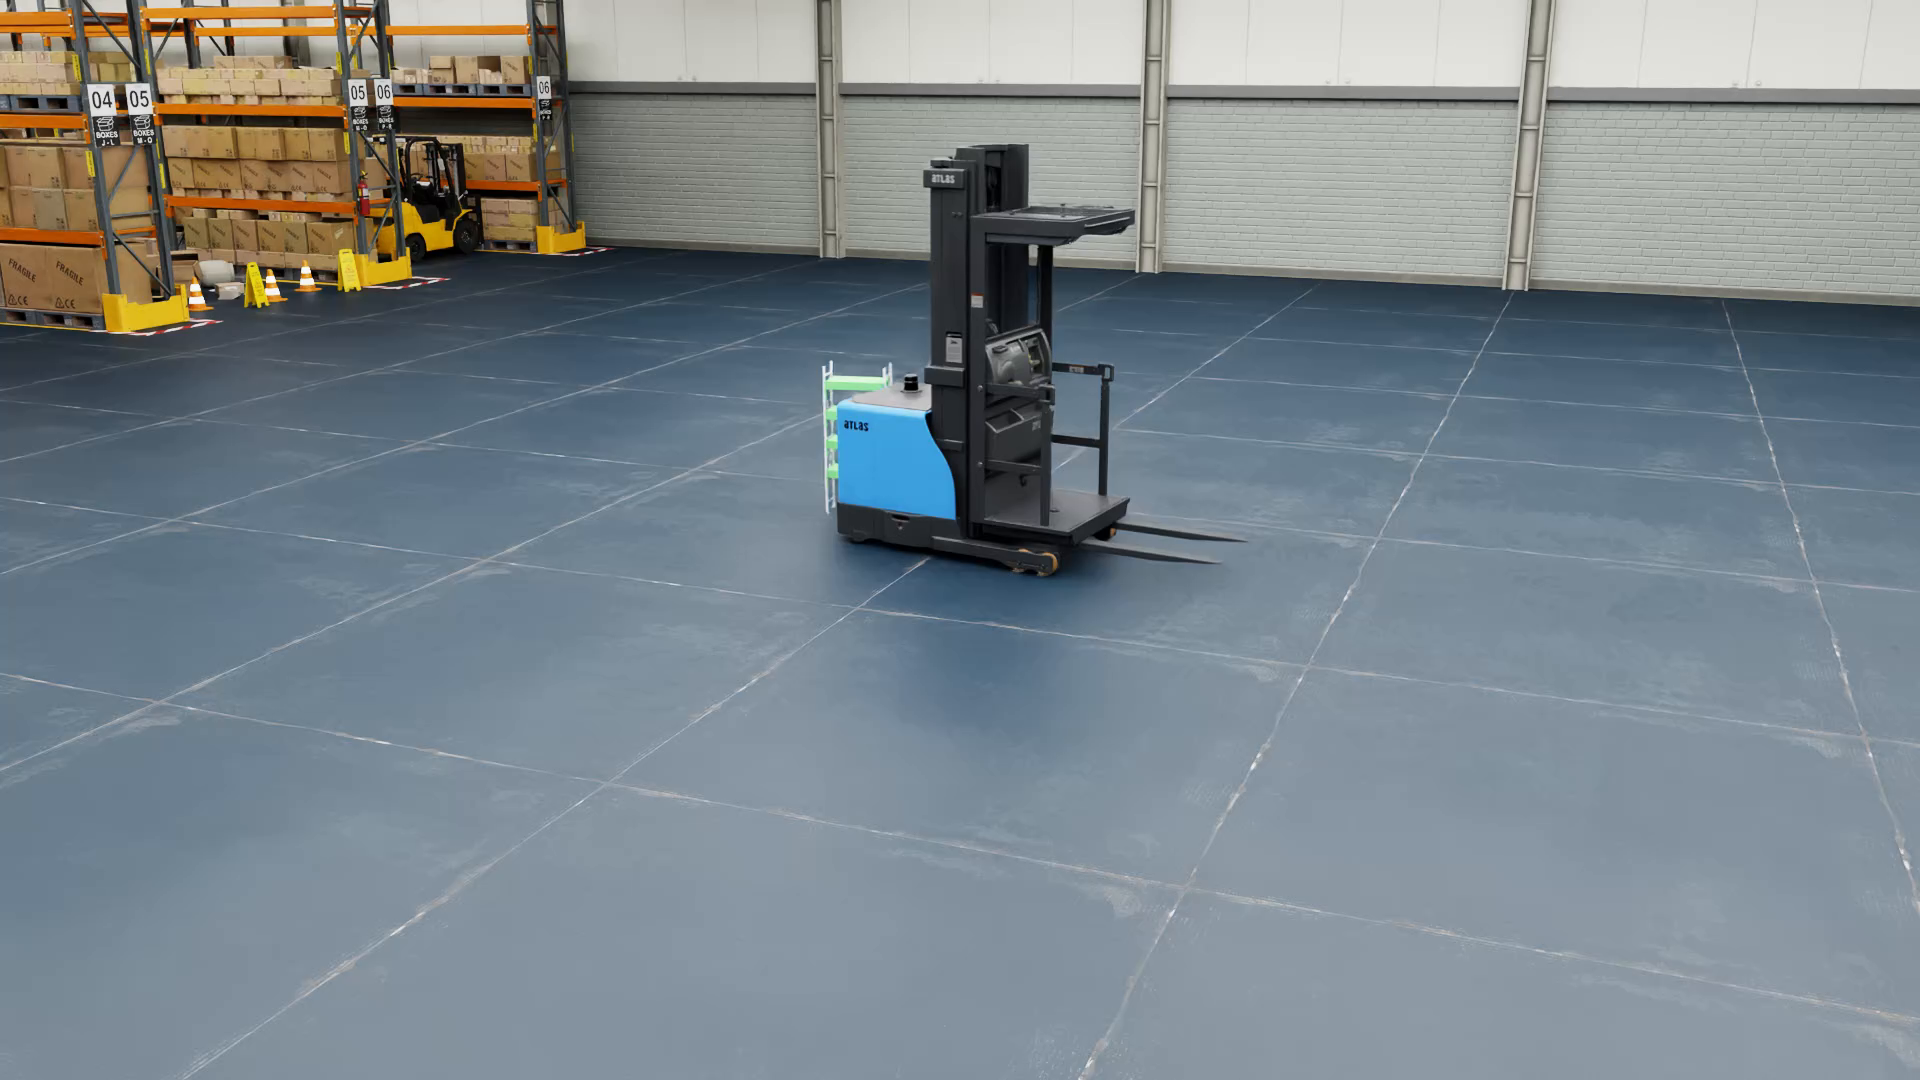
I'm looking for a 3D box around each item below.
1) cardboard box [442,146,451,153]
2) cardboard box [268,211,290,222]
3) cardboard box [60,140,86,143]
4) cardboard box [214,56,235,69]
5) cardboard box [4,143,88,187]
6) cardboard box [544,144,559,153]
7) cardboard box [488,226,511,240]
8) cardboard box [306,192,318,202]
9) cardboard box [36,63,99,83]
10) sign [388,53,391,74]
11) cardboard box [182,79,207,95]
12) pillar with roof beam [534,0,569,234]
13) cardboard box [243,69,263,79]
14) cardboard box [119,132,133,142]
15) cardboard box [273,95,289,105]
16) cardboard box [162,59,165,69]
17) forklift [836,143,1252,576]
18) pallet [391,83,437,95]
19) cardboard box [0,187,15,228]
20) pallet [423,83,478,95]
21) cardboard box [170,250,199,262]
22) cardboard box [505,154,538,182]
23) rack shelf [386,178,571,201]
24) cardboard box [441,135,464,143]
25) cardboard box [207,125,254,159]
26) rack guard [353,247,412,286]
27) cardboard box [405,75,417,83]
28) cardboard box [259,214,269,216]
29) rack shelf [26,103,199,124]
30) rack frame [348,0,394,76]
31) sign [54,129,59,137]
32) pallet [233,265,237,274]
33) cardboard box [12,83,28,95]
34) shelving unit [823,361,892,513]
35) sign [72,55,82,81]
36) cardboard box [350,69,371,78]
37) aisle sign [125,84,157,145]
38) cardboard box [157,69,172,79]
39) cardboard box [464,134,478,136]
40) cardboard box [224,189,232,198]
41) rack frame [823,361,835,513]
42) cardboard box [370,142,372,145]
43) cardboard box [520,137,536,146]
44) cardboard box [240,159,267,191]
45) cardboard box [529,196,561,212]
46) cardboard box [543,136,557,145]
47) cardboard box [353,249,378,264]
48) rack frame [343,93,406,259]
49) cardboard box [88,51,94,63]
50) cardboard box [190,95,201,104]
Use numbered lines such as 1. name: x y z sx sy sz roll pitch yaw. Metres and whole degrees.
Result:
1. cardboard box: -9.694 -7.470 31.683 0.250 0.149 0.380 6 17 19
2. cardboard box: -11.106 -5.319 27.286 0.250 0.149 0.380 7 18 23
3. cardboard box: -15.084 -6.626 28.650 0.500 0.500 0.500 6 17 19
4. cardboard box: -14.462 -9.385 33.129 0.500 0.500 0.500 6 17 21
5. cardboard box: -12.492 -5.147 22.818 0.550 0.550 0.875 6 17 21
6. cardboard box: -7.825 -7.427 31.534 0.250 0.149 0.380 6 17 19
7. cardboard box: -8.616 -5.866 31.679 0.500 0.250 0.500 6 17 21
8. cardboard box: -10.355 -5.569 26.927 0.250 0.149 0.380 6 17 20
9. cardboard box: -11.702 -6.122 21.806 0.500 0.250 0.500 7 17 21
10. sign: -9.223 -7.679 26.797 0.005 0.325 0.100 6 17 21
11. cardboard box: -12.351 -7.432 27.249 0.500 0.250 0.500 6 17 20
12. pillar with roof beam: -9.501 -9.035 27.656 0.400 9.000 9.100 6 17 21
13. cardboard box: -11.284 -7.487 26.723 0.250 0.149 0.380 7 18 22
14. cardboard box: -14.301 -6.847 28.249 0.250 0.149 0.380 6 17 19
15. cardboard box: -10.795 -7.071 26.721 0.250 0.149 0.380 6 17 20
16. cardboard box: -14.007 -8.110 28.466 0.500 0.250 0.500 6 17 19
17. forklift: 0.605 -1.320 11.963 3.031 2.935 1.130 9 18 28
18. pallet: -10.522 -8.692 32.014 1.213 0.211 1.003 6 17 21
19. cardboard box: -13.009 -4.666 23.097 0.500 0.550 0.875 6 17 21
20. pallet: -9.391 -8.567 31.582 1.213 0.211 1.003 6 17 21
21. cardboard box: -12.645 -4.425 27.016 0.500 0.500 0.500 -9 18 -27
22. cardboard box: -8.158 -6.996 31.212 0.500 0.500 0.500 6 17 19
23. rack shelf: -9.465 -6.825 32.093 4.000 0.370 1.077 6 17 21
24. cardboard box: -9.672 -7.636 31.719 0.250 0.149 0.380 6 17 21
25. cardboard box: -11.889 -6.541 27.317 0.500 0.500 0.700 6 17 19
26. rack guard: -9.493 -4.485 27.227 0.348 0.500 1.175 6 17 21
27. cardboard box: -10.304 -8.741 31.541 0.250 0.149 0.380 7 18 22
28. cardboard box: -12.020 -5.286 28.335 0.500 0.500 0.500 7 17 22
29. rack shelf: -15.003 -7.387 28.648 4.000 0.370 1.077 6 17 21
30. rack frame: -11.325 -10.256 31.861 0.127 3.000 1.000 6 17 21
31. sign: -18.959 -8.468 34.908 0.005 0.325 0.100 6 17 21
32. pallet: -12.505 -4.689 28.445 1.213 0.211 1.003 6 17 21
33. cardboard box: -12.286 -5.978 22.022 0.250 0.149 0.380 6 17 21
34. shelving unit: -0.812 -0.812 13.317 0.503 1.200 0.258 3 16 10
35. sign: -11.356 -6.072 21.384 0.005 0.325 0.100 6 17 21
36. cardboard box: -9.678 -7.470 26.665 0.250 0.149 0.380 6 17 20
37. aisle sign: -10.968 -5.703 22.275 0.004 0.787 0.394 6 17 21
38. cardboard box: -12.970 -7.673 27.364 0.250 0.149 0.380 6 17 20
39. cardboard box: -9.514 -7.750 32.111 0.250 0.149 0.380 7 18 22
40. cardboard box: -11.979 -5.766 27.606 0.250 0.149 0.380 6 17 20
41. rack frame: -1.052 -0.824 13.359 0.015 1.200 0.240 3 16 10
42. cardboard box: -11.724 -7.712 32.515 0.250 0.149 0.380 7 18 23
43. cardboard box: -8.015 -7.450 31.080 0.250 0.149 0.380 6 17 21
44. cardboard box: -11.421 -6.014 27.297 0.500 0.500 0.500 6 17 21
45. cardboard box: -7.982 -6.425 31.811 0.500 0.250 0.500 6 17 20
46. cardboard box: -7.838 -7.558 31.451 0.250 0.149 0.380 6 17 20
47. cardboard box: -10.071 -4.713 27.708 0.500 0.250 0.500 6 17 20
48. rack frame: -9.422 -5.678 26.852 0.127 3.000 1.000 6 17 21
49. cardboard box: -11.571 -6.479 22.318 0.250 0.149 0.380 6 17 21
50. cardboard box: -12.449 -7.274 27.418 0.250 0.149 0.380 6 17 21
